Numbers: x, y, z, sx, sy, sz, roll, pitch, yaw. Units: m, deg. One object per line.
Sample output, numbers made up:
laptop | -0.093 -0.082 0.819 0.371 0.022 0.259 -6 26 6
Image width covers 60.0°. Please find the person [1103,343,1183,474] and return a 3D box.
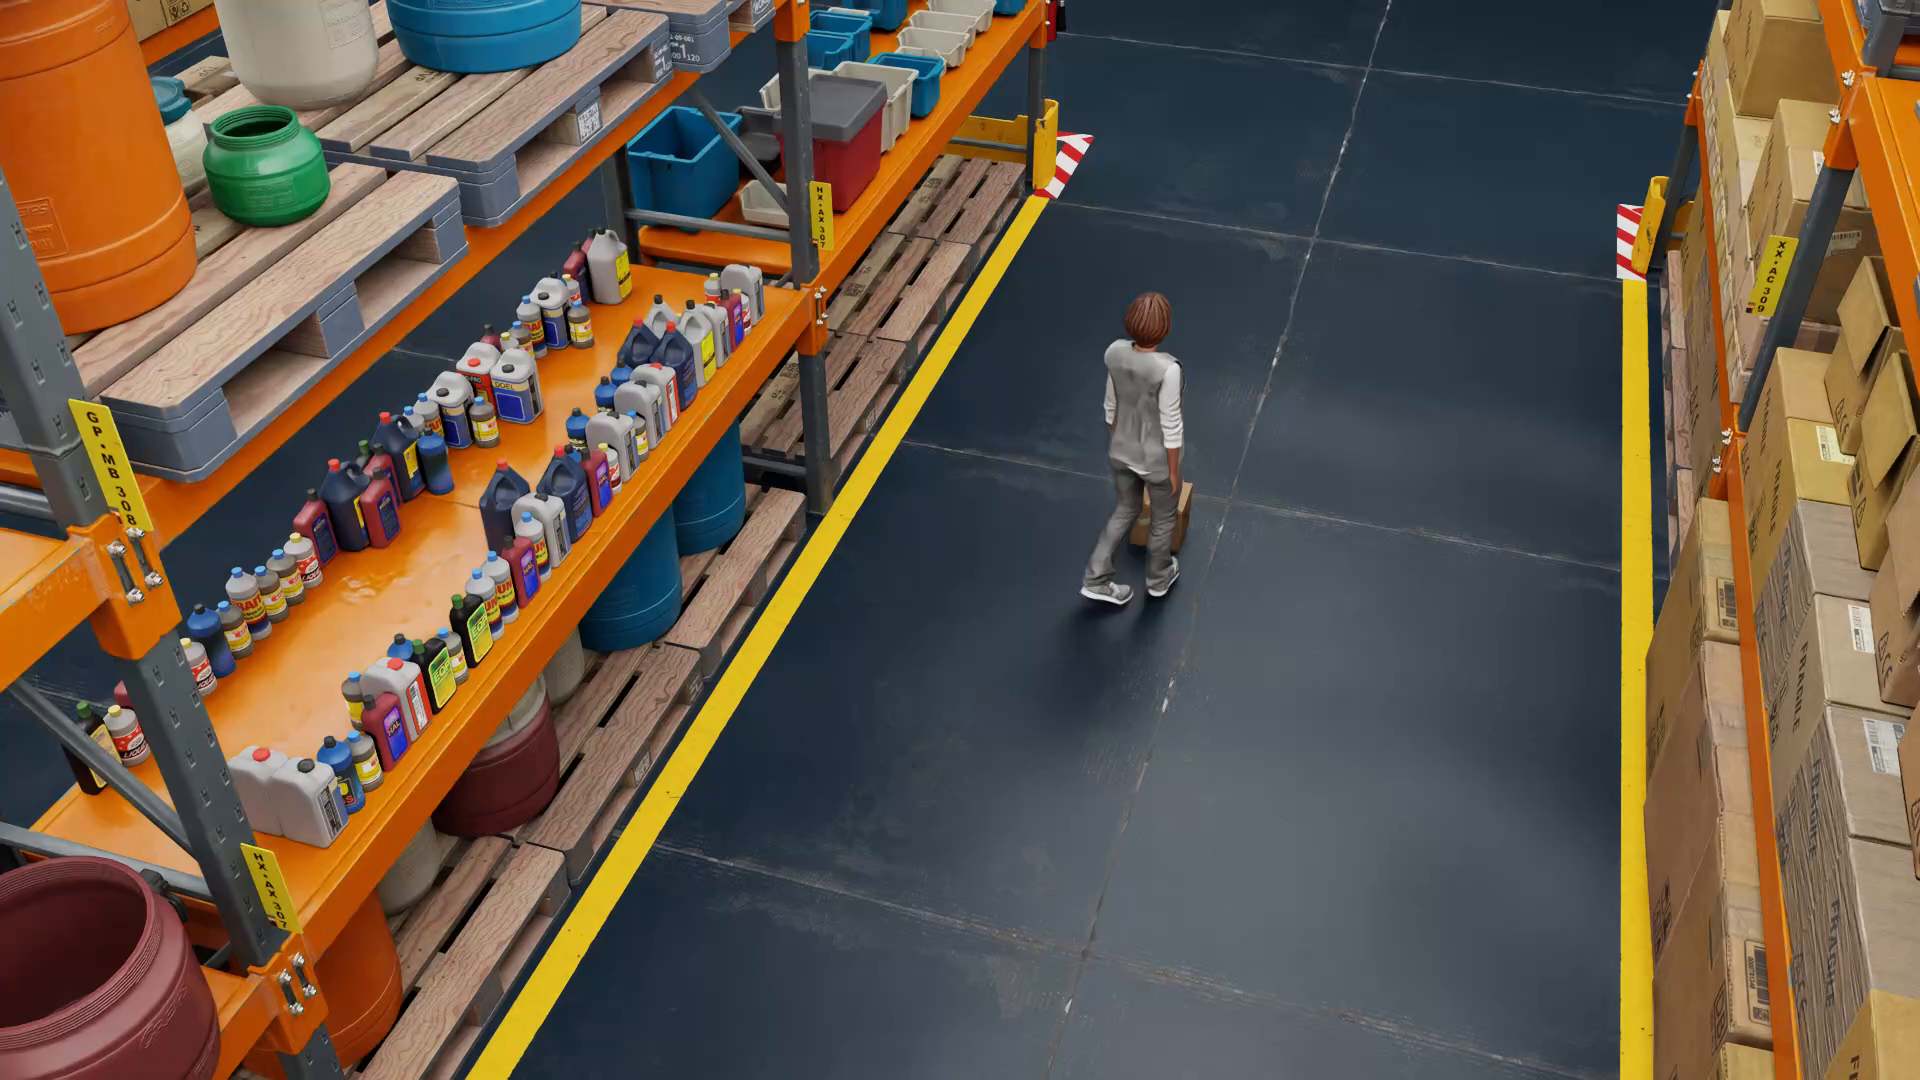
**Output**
person | 0.812 -0.597 7.211 0.427 0.547 0.266 28 45 31
